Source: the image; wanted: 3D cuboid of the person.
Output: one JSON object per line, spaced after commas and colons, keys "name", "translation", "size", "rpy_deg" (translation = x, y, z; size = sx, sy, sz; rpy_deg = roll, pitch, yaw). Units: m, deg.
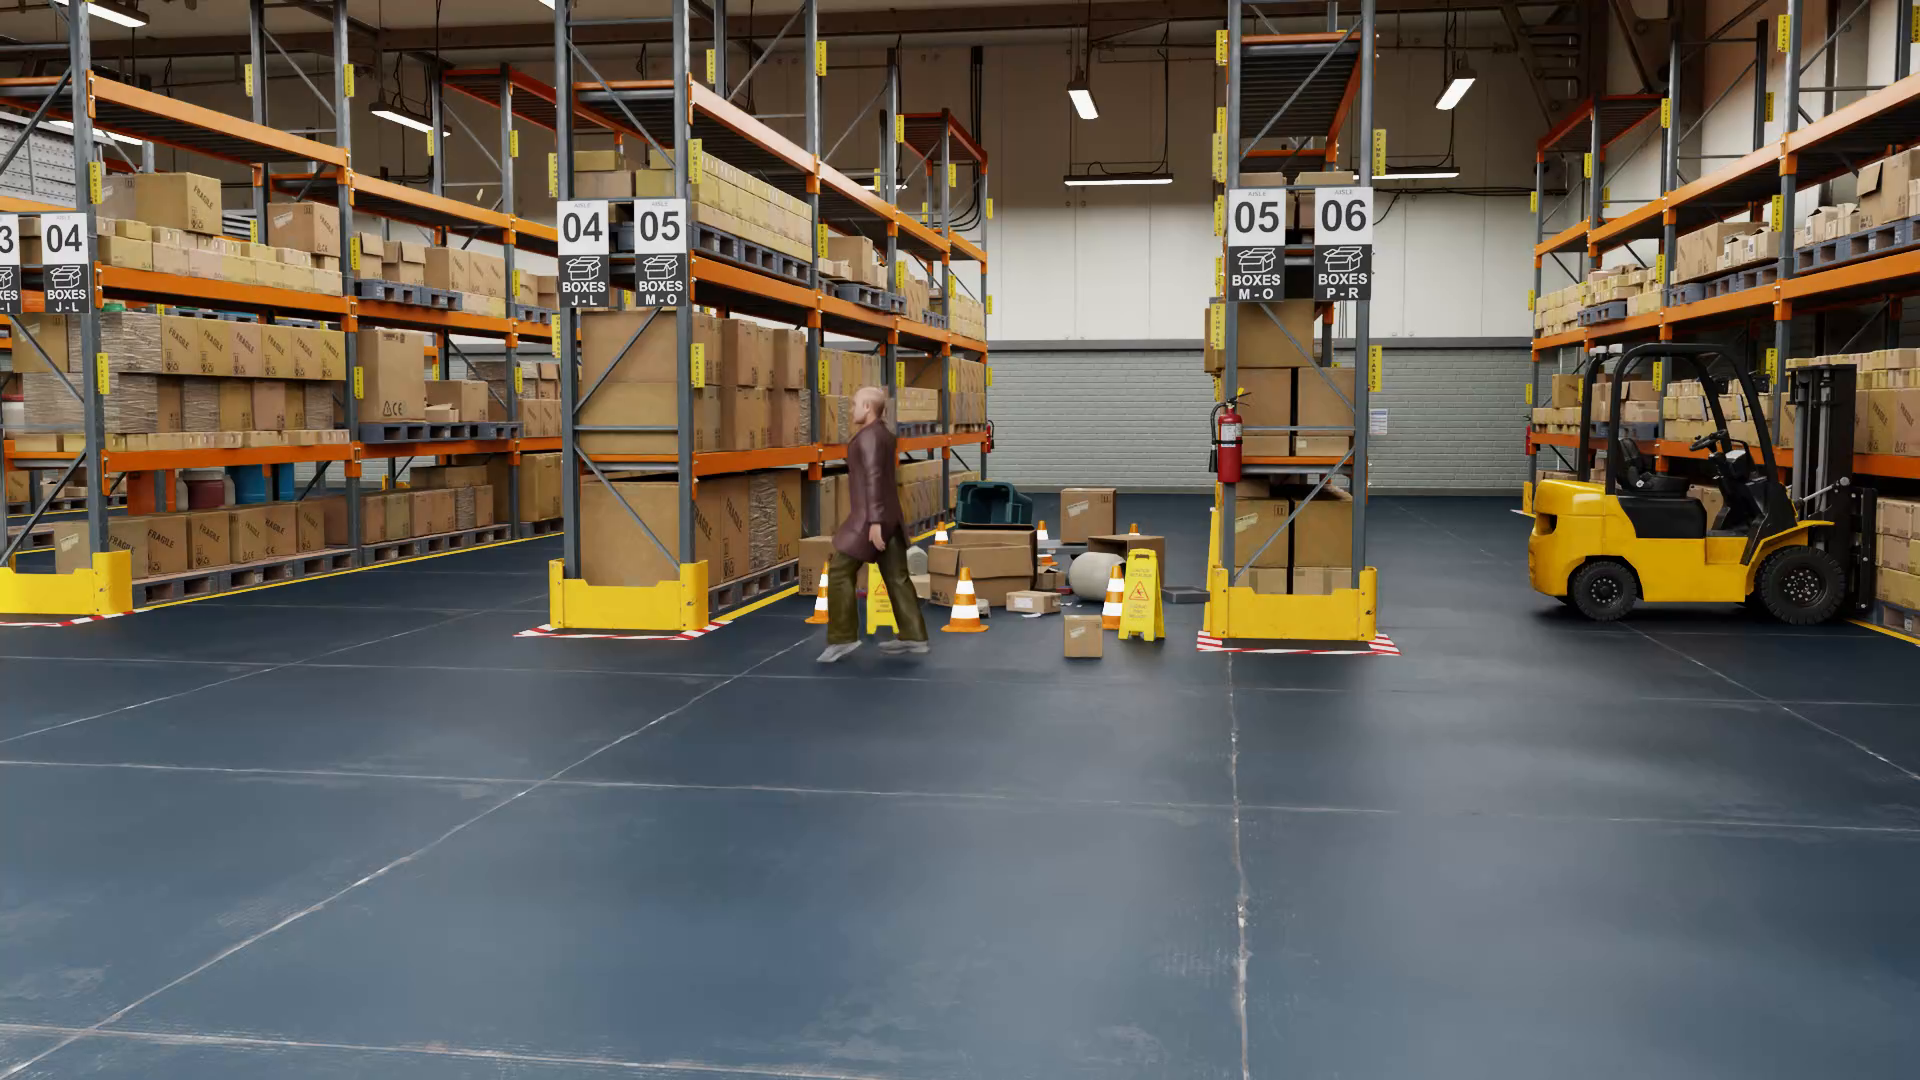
{"name": "person", "translation": [-0.578, -0.074, 10.848], "size": [0.770, 1.845, 0.606], "rpy_deg": [1, 5, 16]}
